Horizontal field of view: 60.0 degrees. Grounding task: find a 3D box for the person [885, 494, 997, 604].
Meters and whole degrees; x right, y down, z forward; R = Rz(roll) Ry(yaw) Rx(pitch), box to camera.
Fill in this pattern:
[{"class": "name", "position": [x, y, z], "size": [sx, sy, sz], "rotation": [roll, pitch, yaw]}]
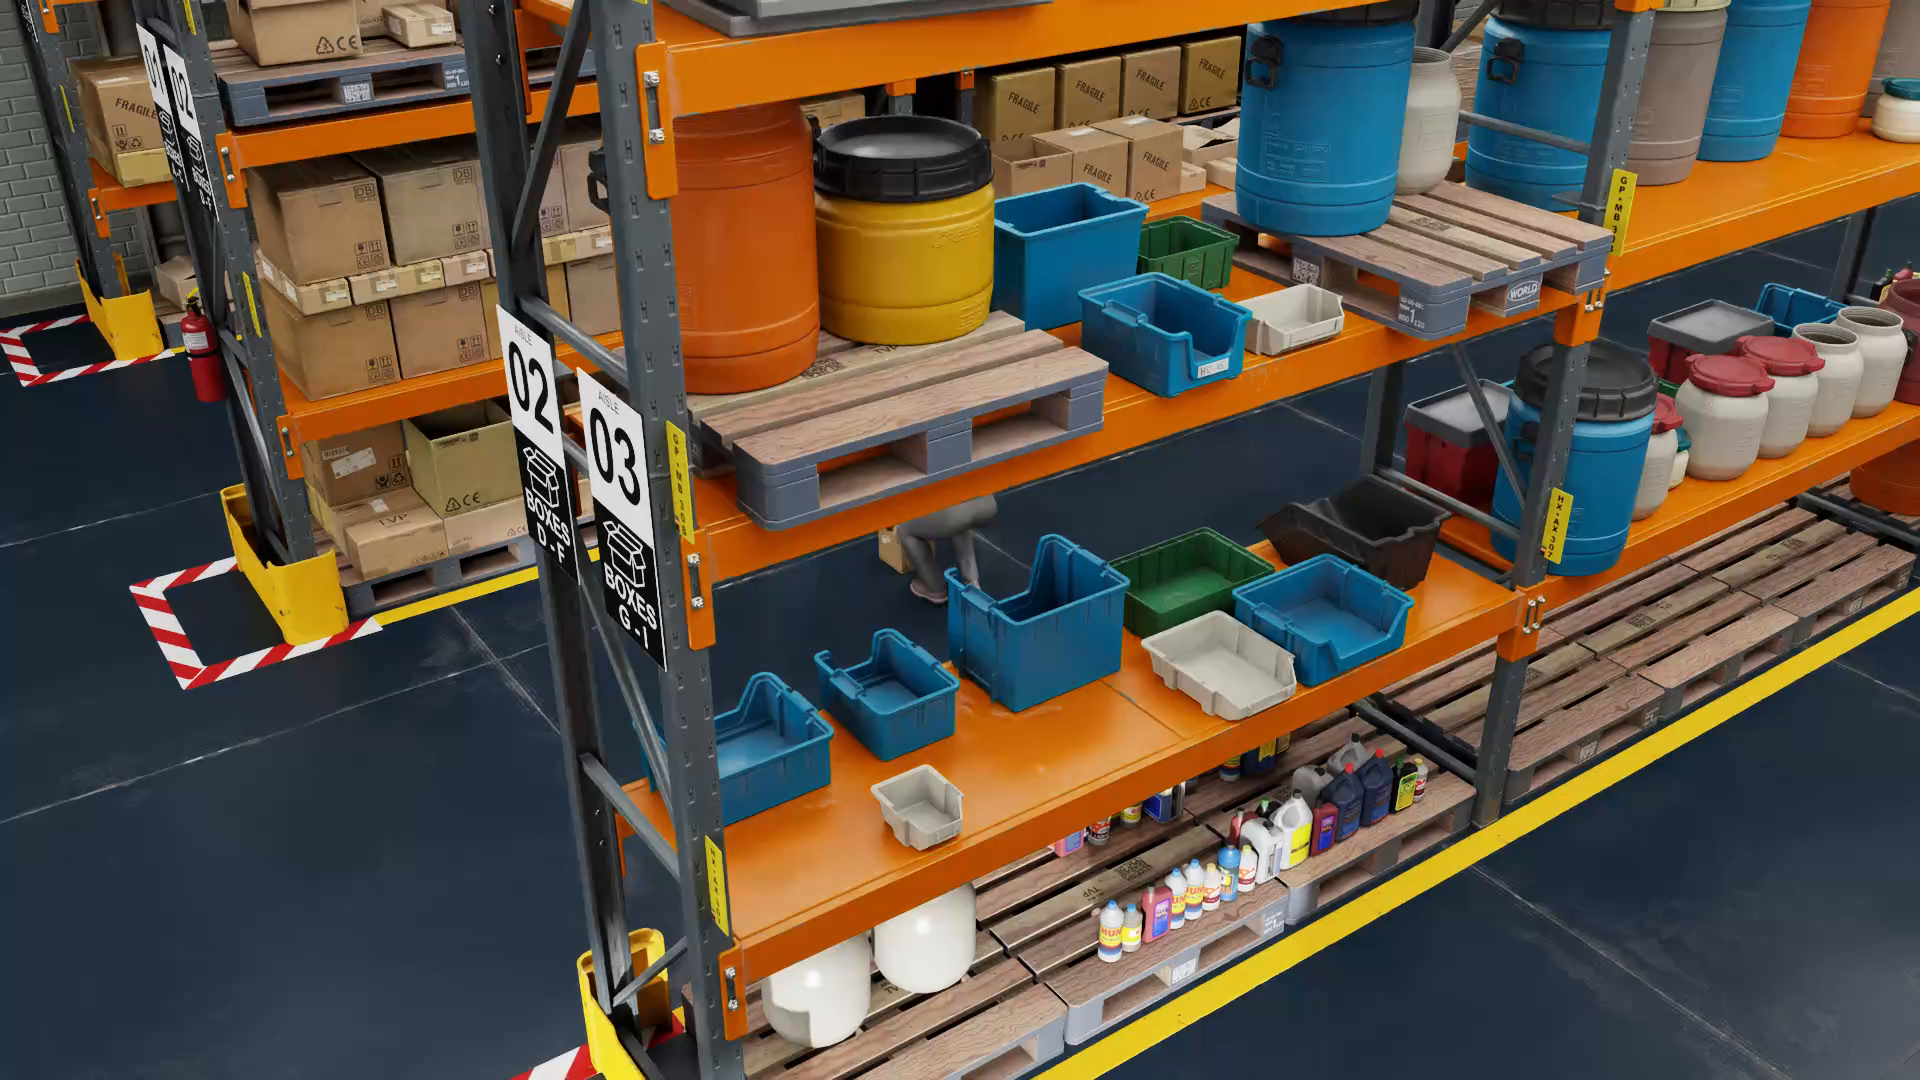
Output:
[{"class": "person", "position": [-0.135, -0.205, 9.554], "size": [0.495, 1.134, 0.739], "rotation": [-19, 34, -31]}]
